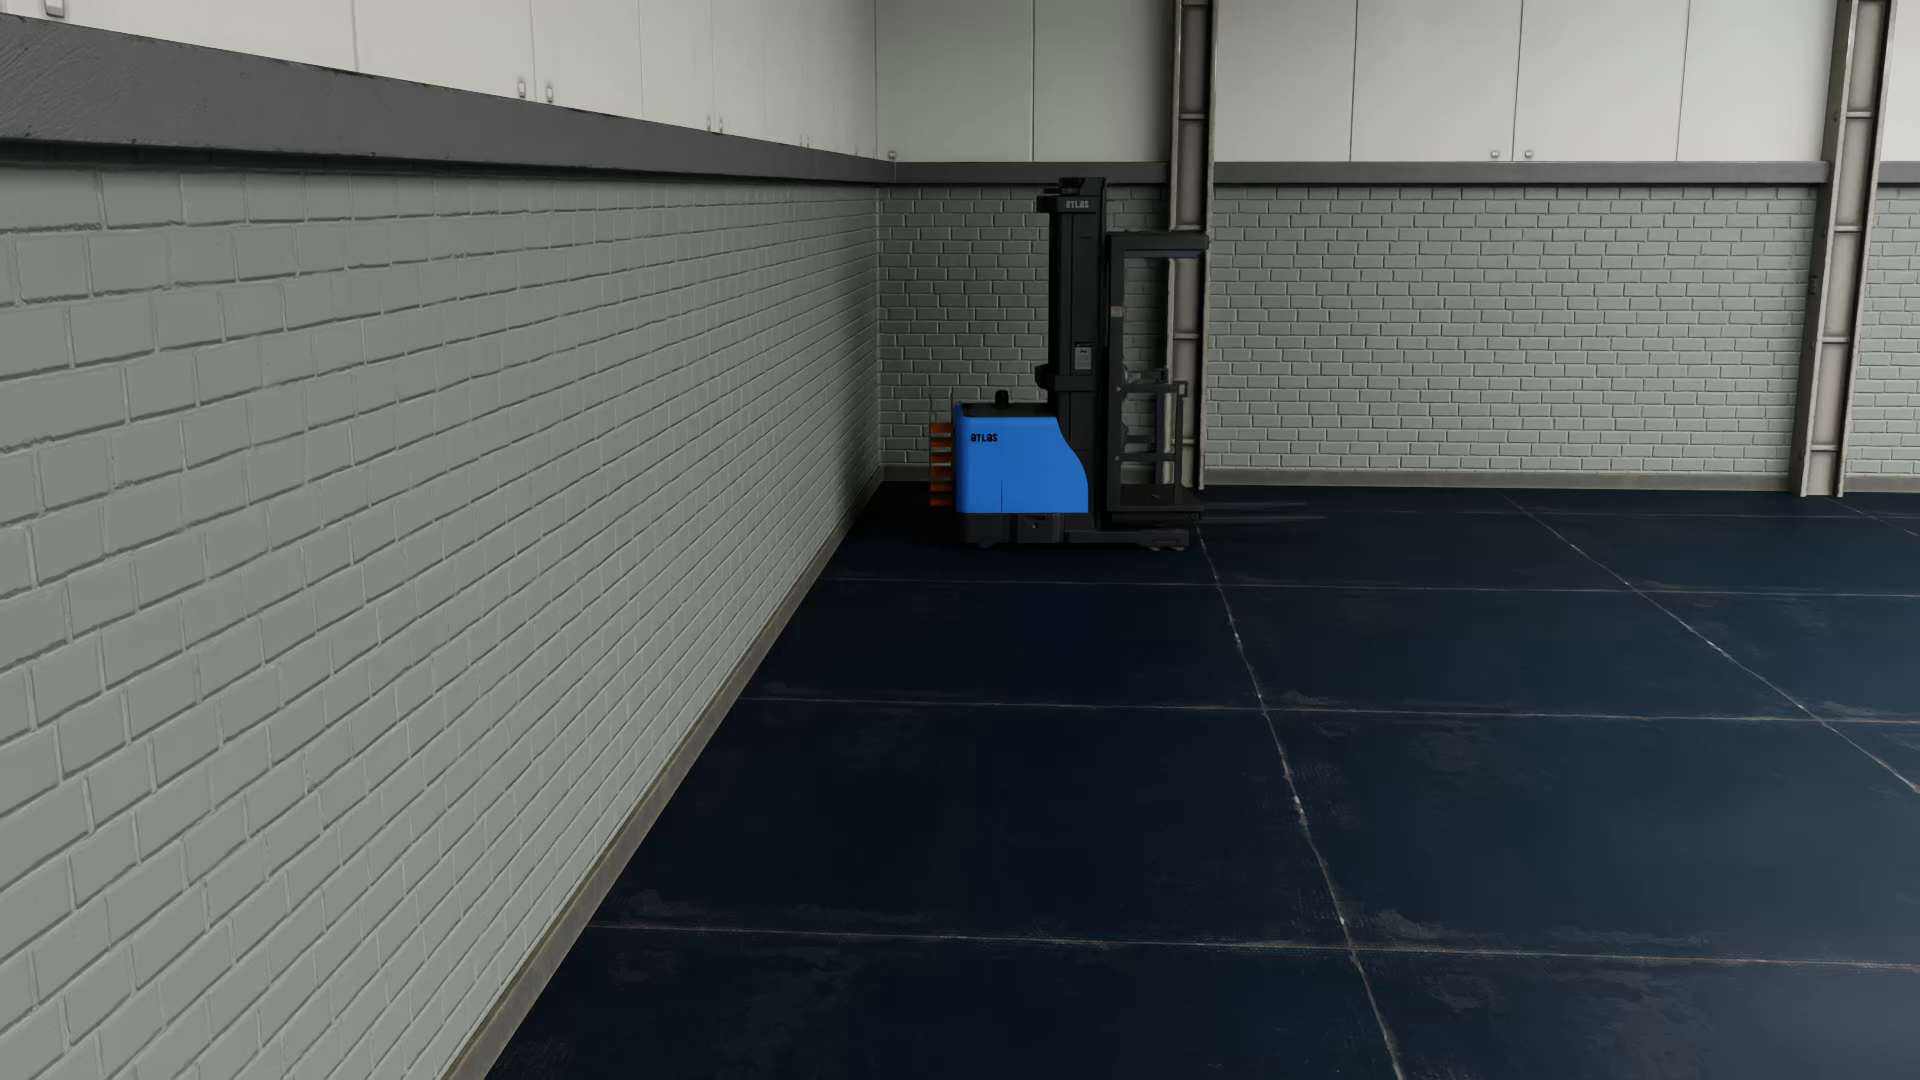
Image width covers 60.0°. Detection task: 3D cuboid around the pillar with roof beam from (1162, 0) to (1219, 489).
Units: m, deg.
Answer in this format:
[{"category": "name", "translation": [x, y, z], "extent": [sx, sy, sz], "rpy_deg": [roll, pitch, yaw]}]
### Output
[{"category": "pillar with roof beam", "translation": [1.888, -4.050, 11.149], "extent": [0.400, 9.000, 9.100], "rpy_deg": [1, 12, 4]}]

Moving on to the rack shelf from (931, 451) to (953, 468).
[{"category": "rack shelf", "translation": [-0.153, -0.659, 13.620], "extent": [0.180, 0.103, 0.258], "rpy_deg": [0, 12, -2]}]

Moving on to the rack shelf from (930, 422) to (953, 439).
[{"category": "rack shelf", "translation": [-0.153, -0.894, 13.571], "extent": [0.180, 0.103, 0.258], "rpy_deg": [0, 12, -2]}]

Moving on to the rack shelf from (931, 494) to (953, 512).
[{"category": "rack shelf", "translation": [-0.153, -0.307, 13.694], "extent": [0.180, 0.103, 0.258], "rpy_deg": [0, 12, -2]}]

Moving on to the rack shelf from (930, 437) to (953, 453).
[{"category": "rack shelf", "translation": [-0.153, -0.777, 13.596], "extent": [0.180, 0.103, 0.258], "rpy_deg": [0, 12, -2]}]

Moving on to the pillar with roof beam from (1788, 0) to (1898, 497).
[{"category": "pillar with roof beam", "translation": [7.875, -3.968, 10.757], "extent": [0.400, 9.000, 9.100], "rpy_deg": [1, 12, 4]}]

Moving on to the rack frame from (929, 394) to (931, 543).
[{"category": "rack frame", "translation": [-0.245, -0.585, 13.632], "extent": [0.006, 1.200, 0.240], "rpy_deg": [0, 12, -2]}]

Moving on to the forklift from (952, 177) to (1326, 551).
[{"category": "forklift", "translation": [1.458, -1.458, 13.578], "extent": [3.031, 2.935, 1.130], "rpy_deg": [0, 12, -2]}]

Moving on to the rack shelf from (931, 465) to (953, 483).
[{"category": "rack shelf", "translation": [-0.153, -0.542, 13.645], "extent": [0.180, 0.103, 0.258], "rpy_deg": [0, 12, -2]}]

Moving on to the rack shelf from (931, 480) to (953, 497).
[{"category": "rack shelf", "translation": [-0.153, -0.424, 13.669], "extent": [0.180, 0.103, 0.258], "rpy_deg": [0, 12, -2]}]

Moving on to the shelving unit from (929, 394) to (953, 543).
[{"category": "shelving unit", "translation": [-0.153, -0.585, 13.636], "extent": [0.189, 1.200, 0.258], "rpy_deg": [0, 12, -2]}]
